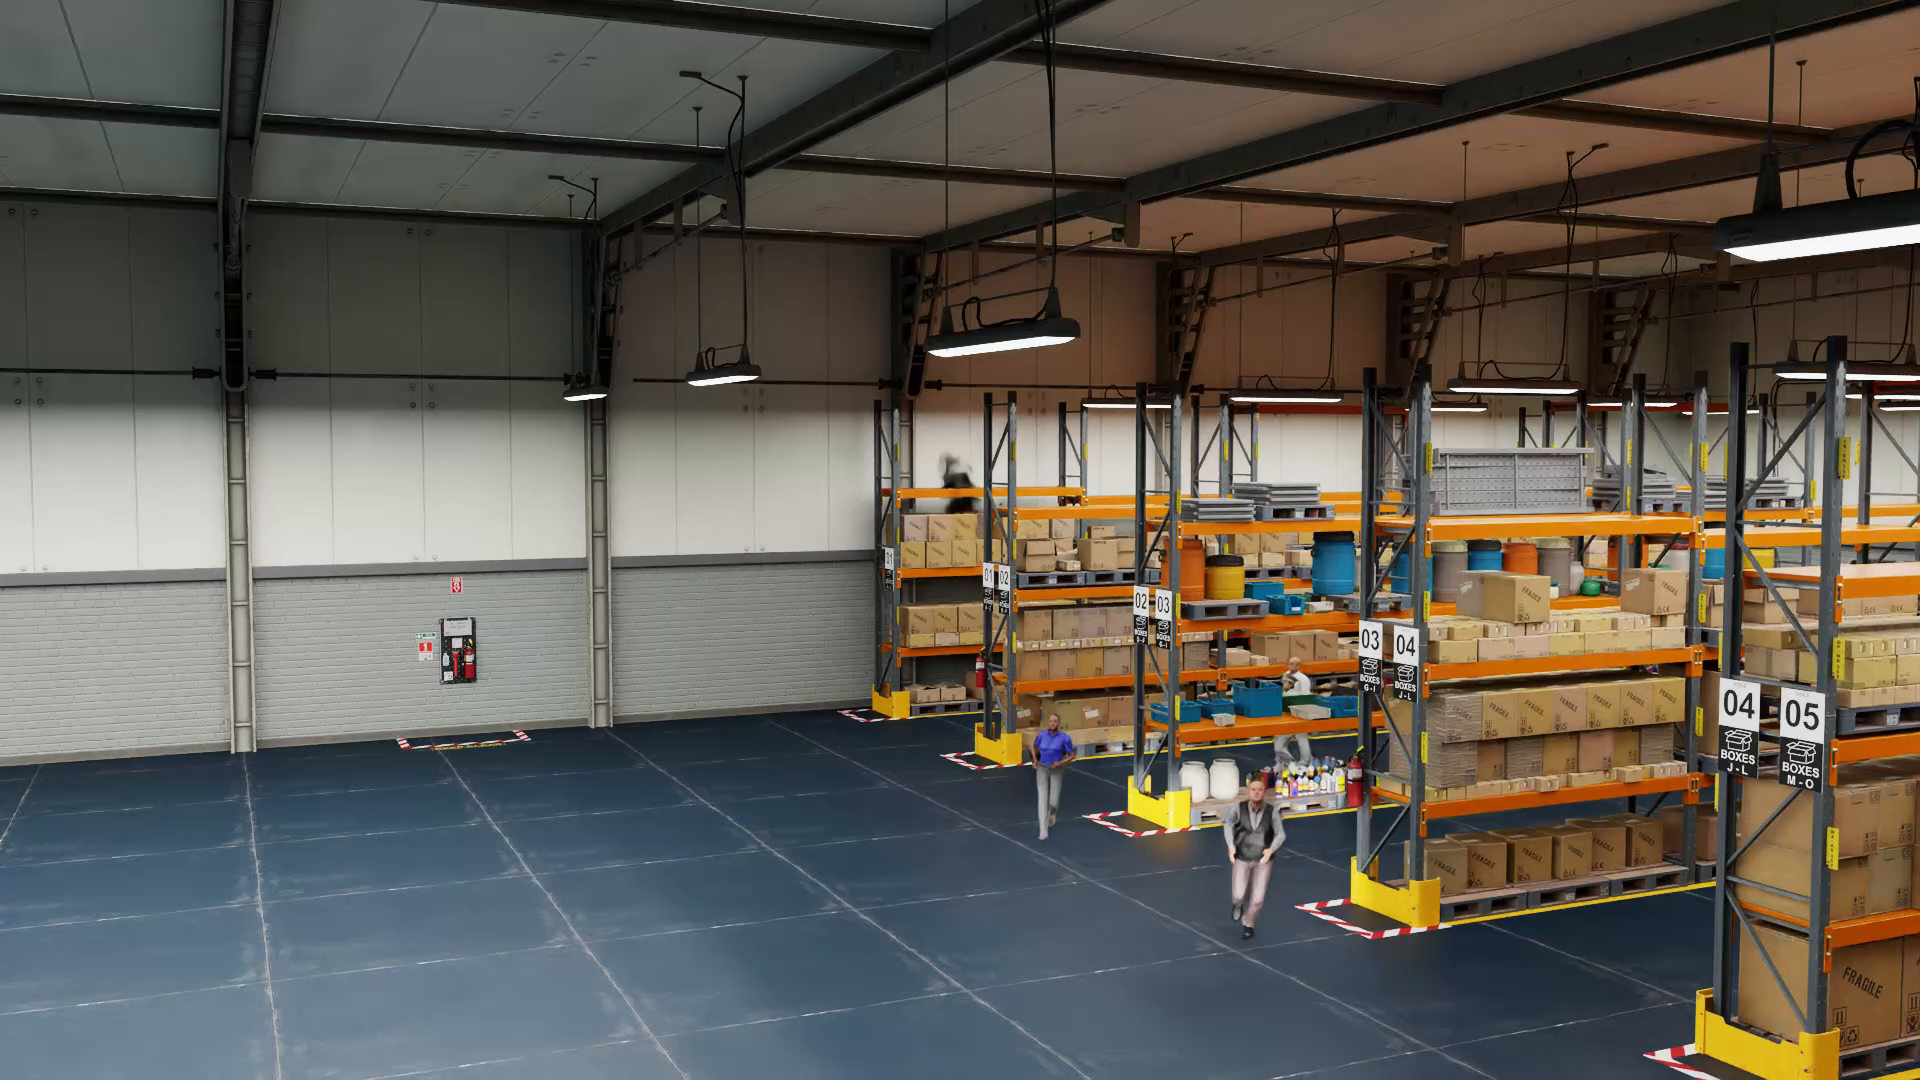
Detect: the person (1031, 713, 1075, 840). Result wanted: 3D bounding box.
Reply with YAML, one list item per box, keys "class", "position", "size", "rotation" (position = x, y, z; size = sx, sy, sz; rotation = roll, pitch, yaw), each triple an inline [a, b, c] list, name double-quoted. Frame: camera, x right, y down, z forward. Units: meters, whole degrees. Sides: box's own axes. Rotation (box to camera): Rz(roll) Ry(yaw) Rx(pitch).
- class: "person"
  position: [1.228, 3.102, 21.995]
  size: [0.597, 1.646, 0.732]
  rotation: [1, 3, 10]

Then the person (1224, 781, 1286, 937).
- class: "person"
  position: [3.074, 3.326, 17.376]
  size: [0.644, 1.642, 0.548]
  rotation: [1, 3, 10]

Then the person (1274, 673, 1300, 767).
- class: "person"
  position: [4.949, 2.848, 25.270]
  size: [0.619, 1.660, 0.590]
  rotation: [-2, 4, -26]

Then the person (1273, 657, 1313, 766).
- class: "person"
  position: [5.237, 2.751, 26.139]
  size: [0.771, 1.844, 0.685]
  rotation: [-3, 4, -37]
